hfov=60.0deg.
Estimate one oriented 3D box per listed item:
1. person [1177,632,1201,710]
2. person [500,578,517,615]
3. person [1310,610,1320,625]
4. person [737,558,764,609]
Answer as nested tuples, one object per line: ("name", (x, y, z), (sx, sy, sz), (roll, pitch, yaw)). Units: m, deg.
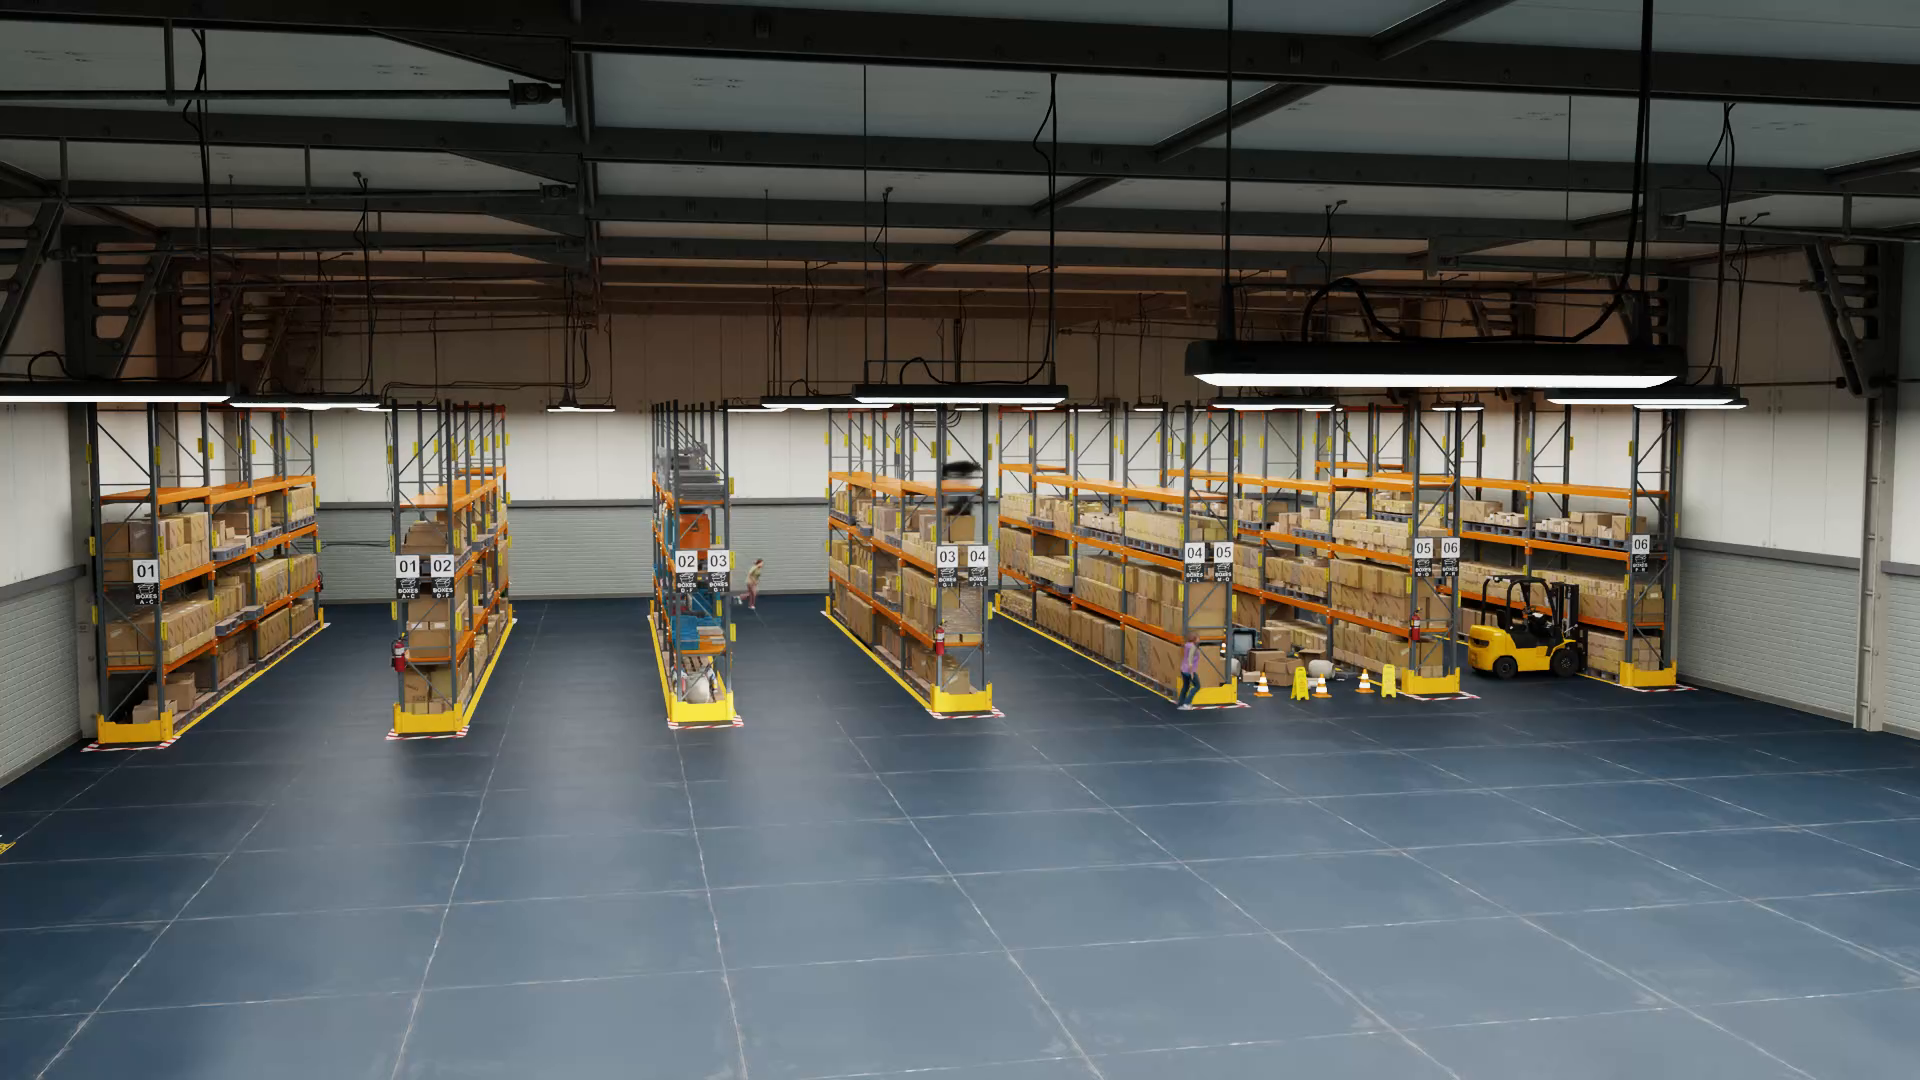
("person", (4.450, 2.539, 32.058), (0.398, 1.575, 0.542), (-1, 4, -15))
("person", (-13.134, 1.282, 47.422), (0.862, 1.734, 0.713), (2, 5, 25))
("person", (9.410, 1.624, 44.036), (0.586, 1.559, 0.524), (-1, 4, -13))
("person", (-6.171, 1.281, 49.089), (0.872, 1.502, 0.591), (2, 5, 23))
